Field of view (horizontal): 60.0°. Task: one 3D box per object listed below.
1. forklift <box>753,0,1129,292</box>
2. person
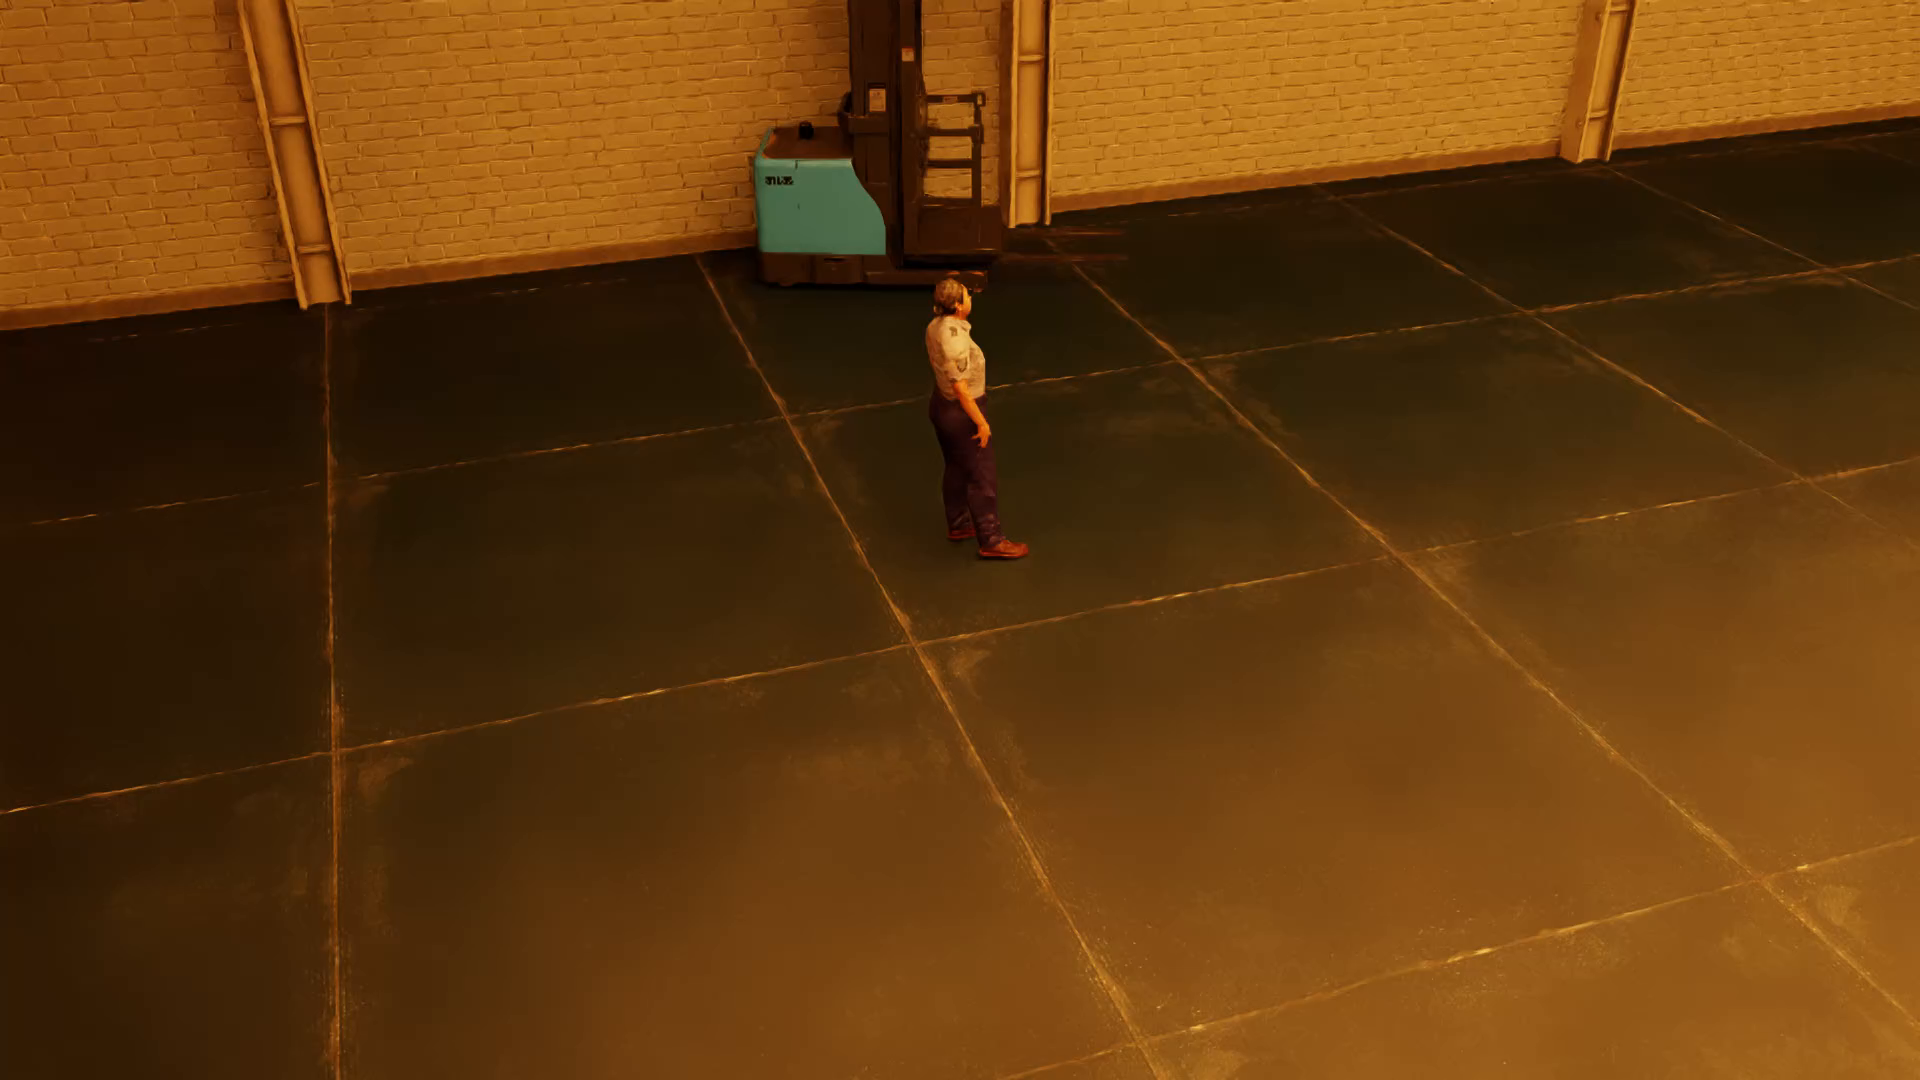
[{"bbox_3d":[-0.128,-3.557,13.269,3.031,2.935,1.130,1,30,1],"label":"forklift"},{"bbox_3d":[0.092,-0.724,9.618,0.502,1.650,0.599,-10,31,-16],"label":"person"}]
